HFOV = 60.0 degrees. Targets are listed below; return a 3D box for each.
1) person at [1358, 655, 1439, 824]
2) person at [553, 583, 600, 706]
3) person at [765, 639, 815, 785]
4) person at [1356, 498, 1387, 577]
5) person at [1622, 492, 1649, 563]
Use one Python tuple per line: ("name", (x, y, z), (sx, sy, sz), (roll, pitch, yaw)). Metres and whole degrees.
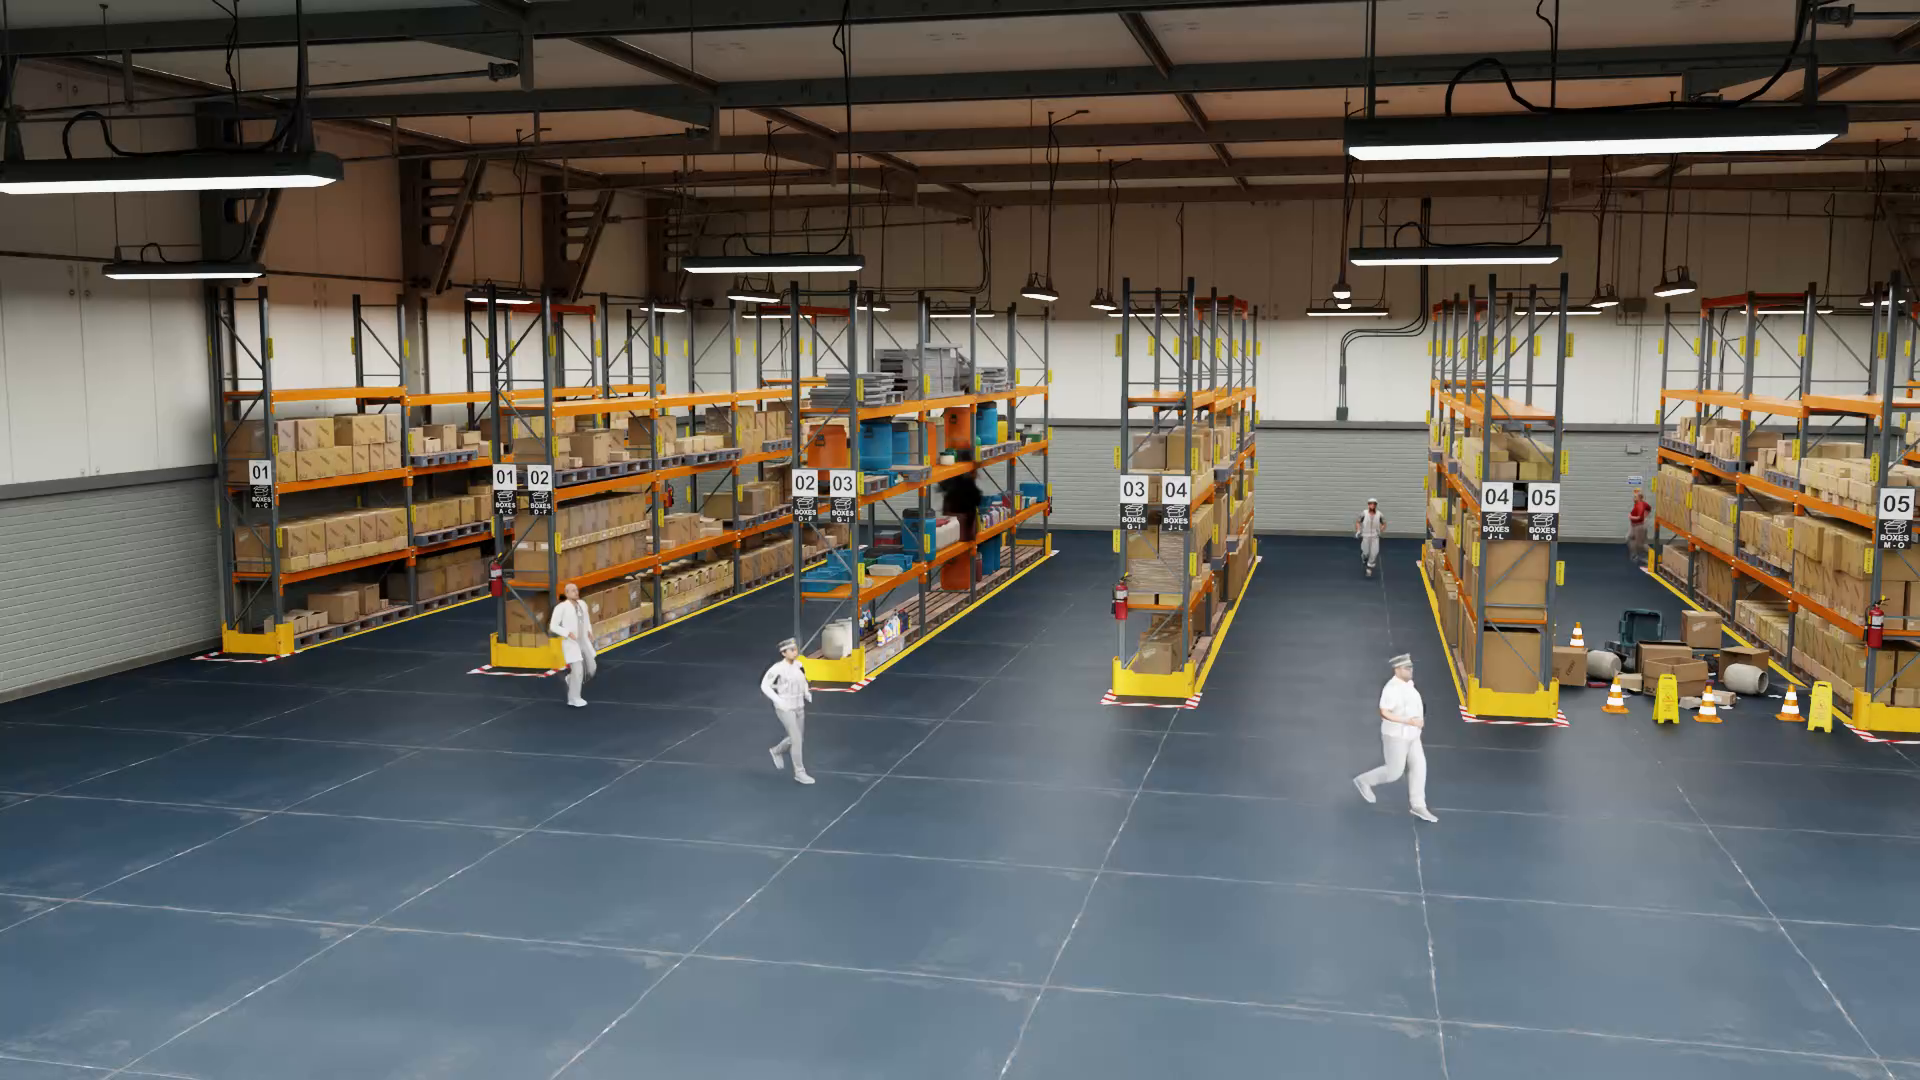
("person", (4.736, 2.102, 17.810), (0.888, 1.783, 0.663), (6, 9, 43))
("person", (-5.326, 1.467, 23.277), (0.650, 1.730, 0.703), (5, 8, 39))
("person", (-1.959, 1.967, 19.244), (0.665, 1.676, 0.629), (5, 8, 39))
("person", (9.013, -0.048, 36.453), (0.655, 1.744, 0.586), (1, 7, 10))
("person", (15.817, -0.254, 38.683), (0.722, 1.748, 0.779), (2, 7, 20))
